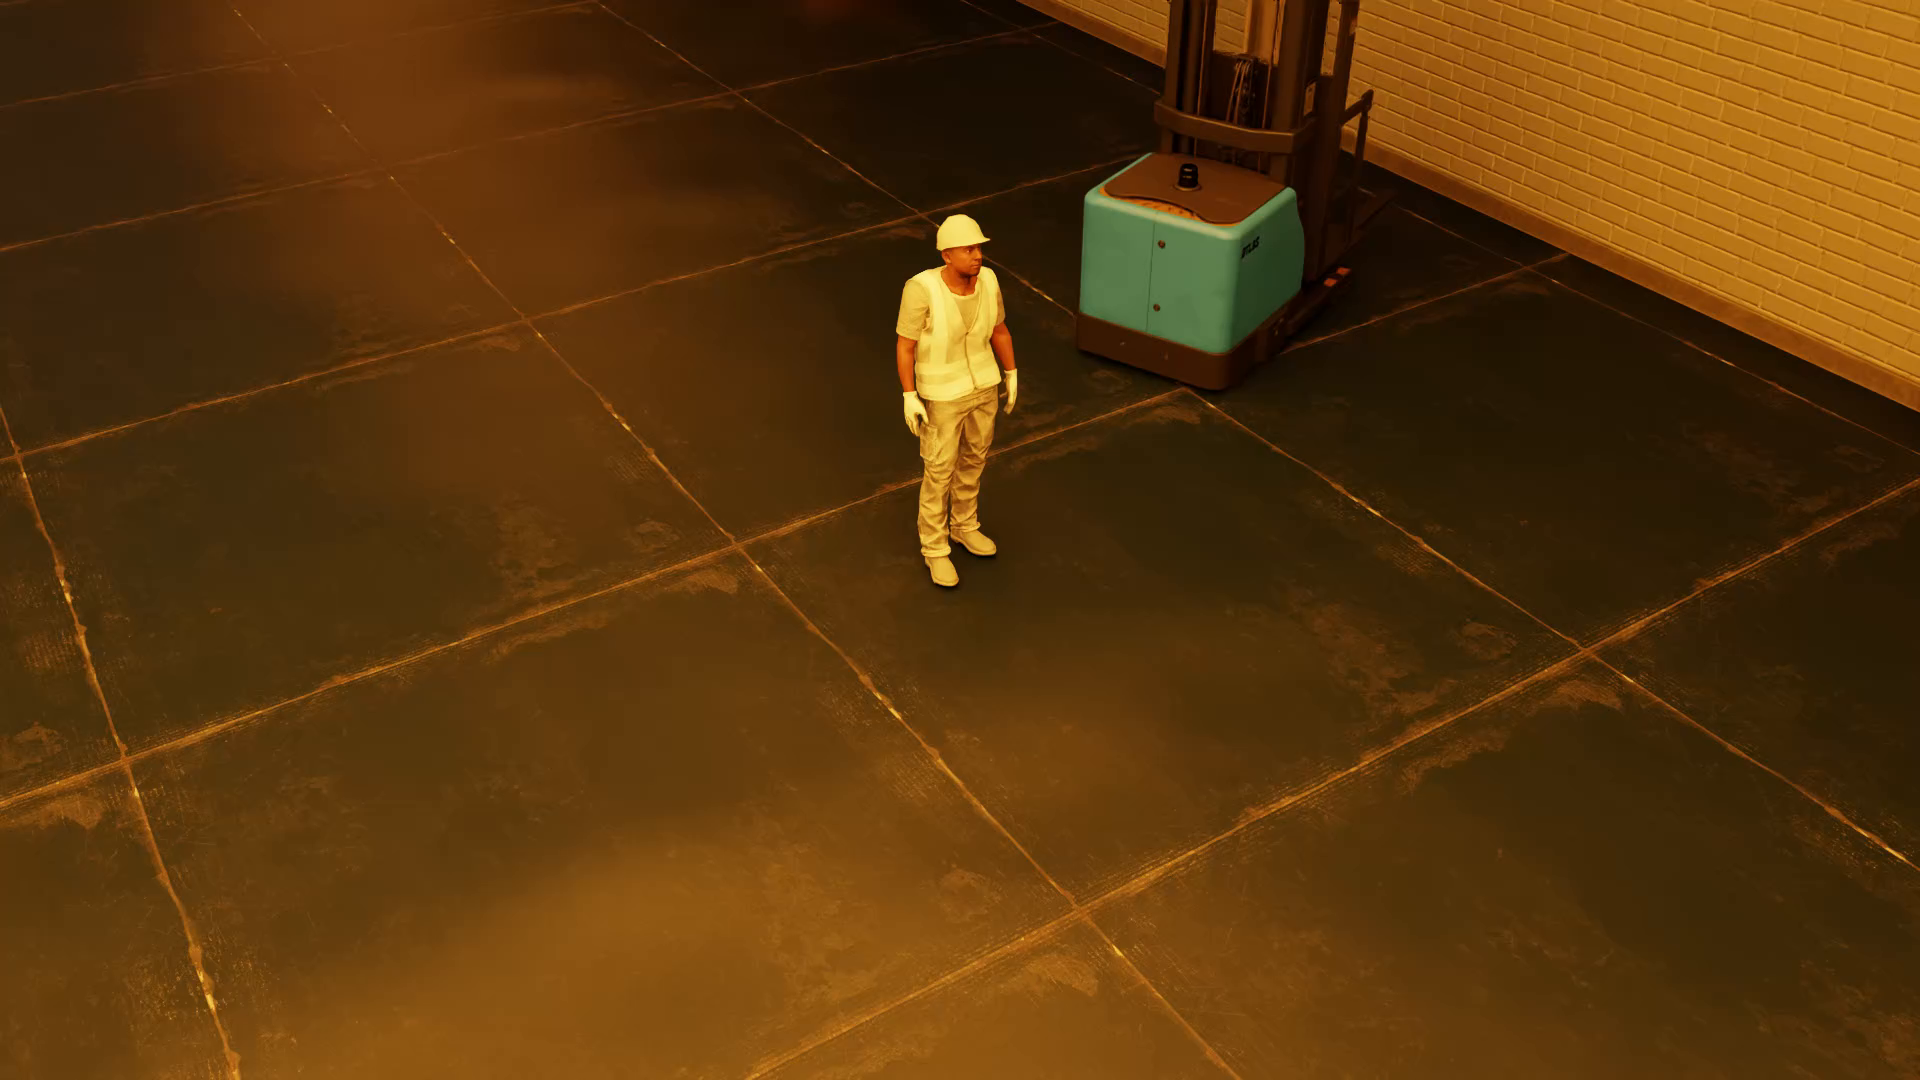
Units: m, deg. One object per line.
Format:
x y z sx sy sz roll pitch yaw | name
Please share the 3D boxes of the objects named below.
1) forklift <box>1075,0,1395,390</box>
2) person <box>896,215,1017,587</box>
1.964 -2.888 10.258 1.130 2.935 3.031 22 40 28 | forklift
0.032 -0.698 8.127 0.656 1.781 0.577 -21 40 -27 | person
